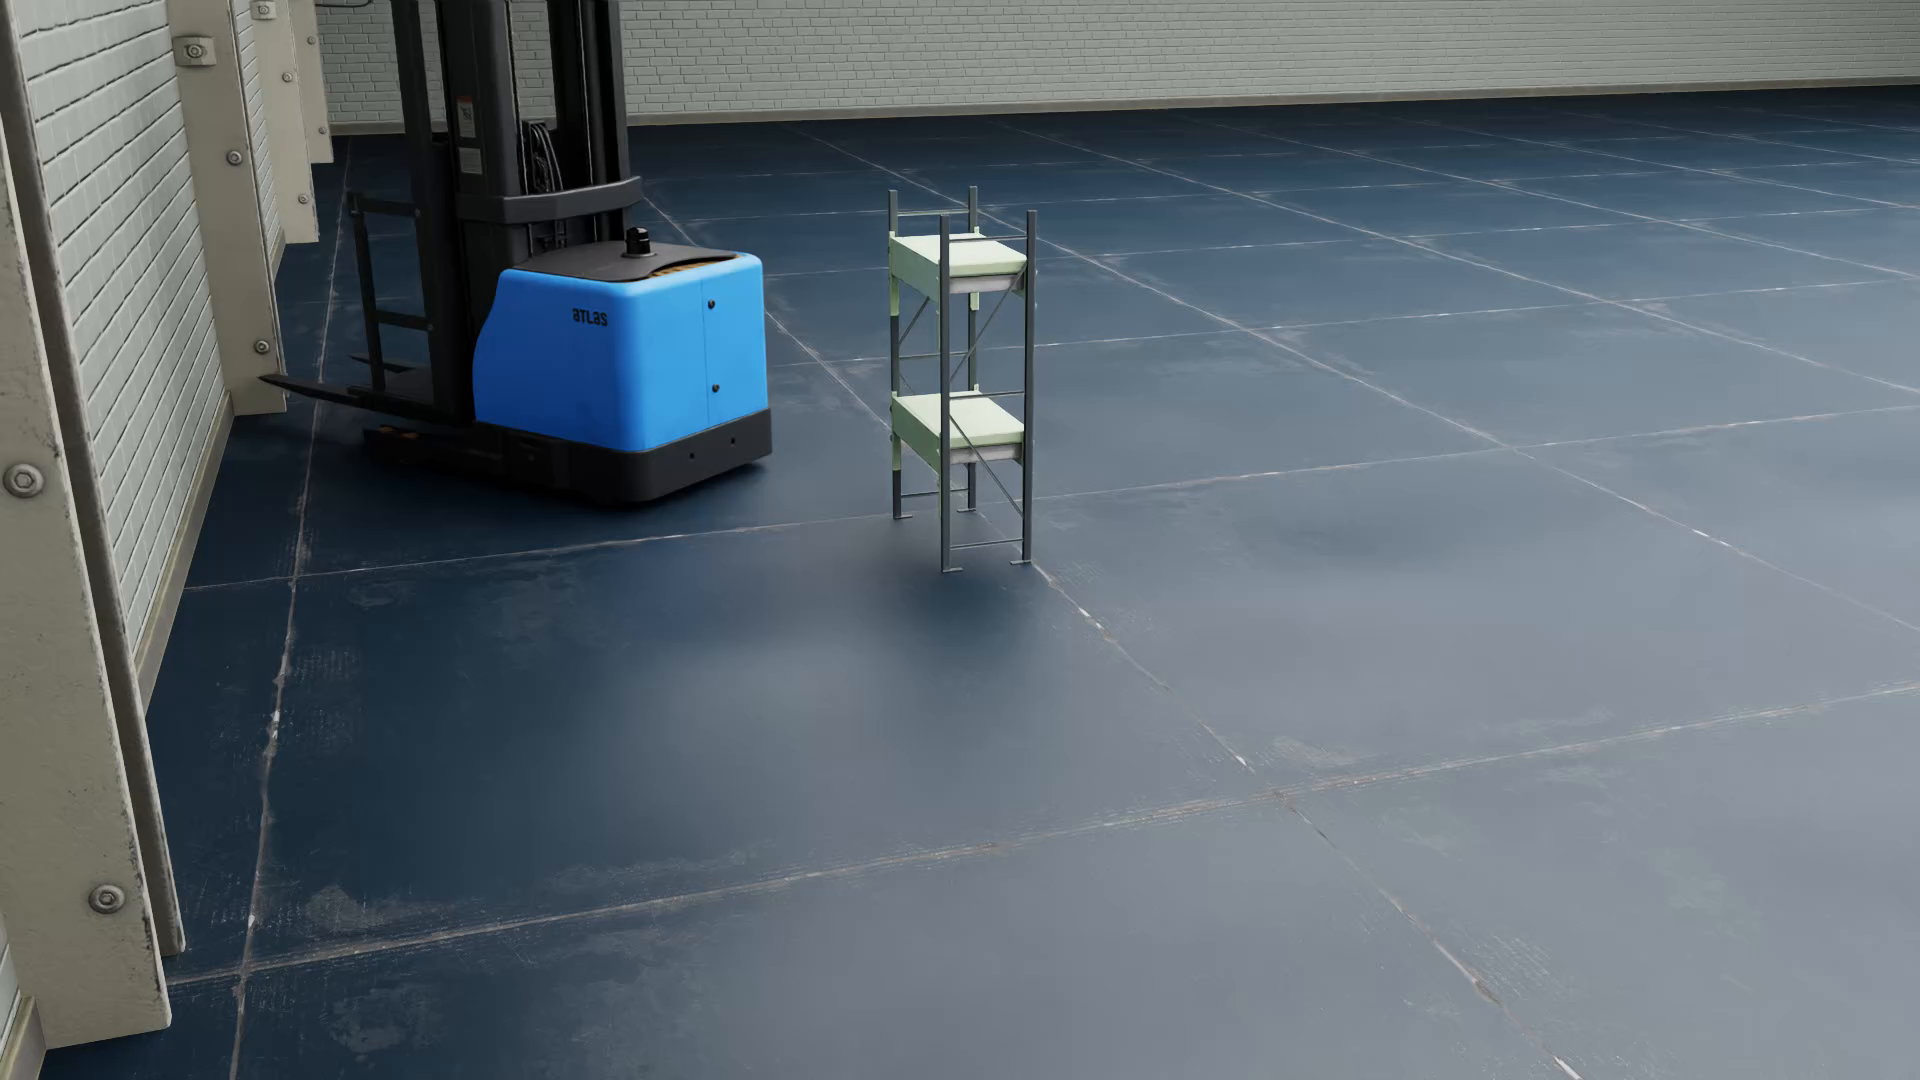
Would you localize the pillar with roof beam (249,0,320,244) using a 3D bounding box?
[{"bbox_3d":[-1.835,-7.393,14.688,9.100,9.000,0.400,-6,21,-17],"label":"pillar with roof beam"}]

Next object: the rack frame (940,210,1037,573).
[{"bbox_3d":[0.113,-0.591,6.842,0.400,1.500,0.023,-6,21,-17],"label":"rack frame"}]

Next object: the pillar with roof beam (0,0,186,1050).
[{"bbox_3d":[1.937,-3.542,3.966,9.100,9.000,0.400,-6,21,-17],"label":"pillar with roof beam"}]

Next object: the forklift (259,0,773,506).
[{"bbox_3d":[-2.468,-1.898,8.364,3.031,2.935,1.130,12,23,31],"label":"forklift"}]

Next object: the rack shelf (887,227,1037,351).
[{"bbox_3d":[-0.002,-1.075,7.037,0.431,0.370,0.720,-6,21,-17],"label":"rack shelf"}]

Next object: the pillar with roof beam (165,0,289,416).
[{"bbox_3d":[0.051,-5.468,9.327,9.100,9.000,0.400,-6,21,-17],"label":"pillar with roof beam"}]

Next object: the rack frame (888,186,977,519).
[{"bbox_3d":[-0.117,-0.825,7.496,0.400,1.500,0.023,-6,21,-17],"label":"rack frame"}]

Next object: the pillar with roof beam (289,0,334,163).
[{"bbox_3d":[-3.721,-9.319,20.048,9.100,9.000,0.400,-6,21,-17],"label":"pillar with roof beam"}]

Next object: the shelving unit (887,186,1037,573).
[{"bbox_3d":[-0.002,-0.708,7.169,0.431,1.500,0.755,-6,21,-17],"label":"shelving unit"}]

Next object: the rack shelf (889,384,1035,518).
[{"bbox_3d":[-0.002,-0.401,7.279,0.431,0.370,0.720,-6,21,-17],"label":"rack shelf"}]

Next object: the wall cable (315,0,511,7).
[{"bbox_3d":[-7.478,-8.486,22.323,3.097,2.526,0.112,-6,21,-17],"label":"wall cable"}]
